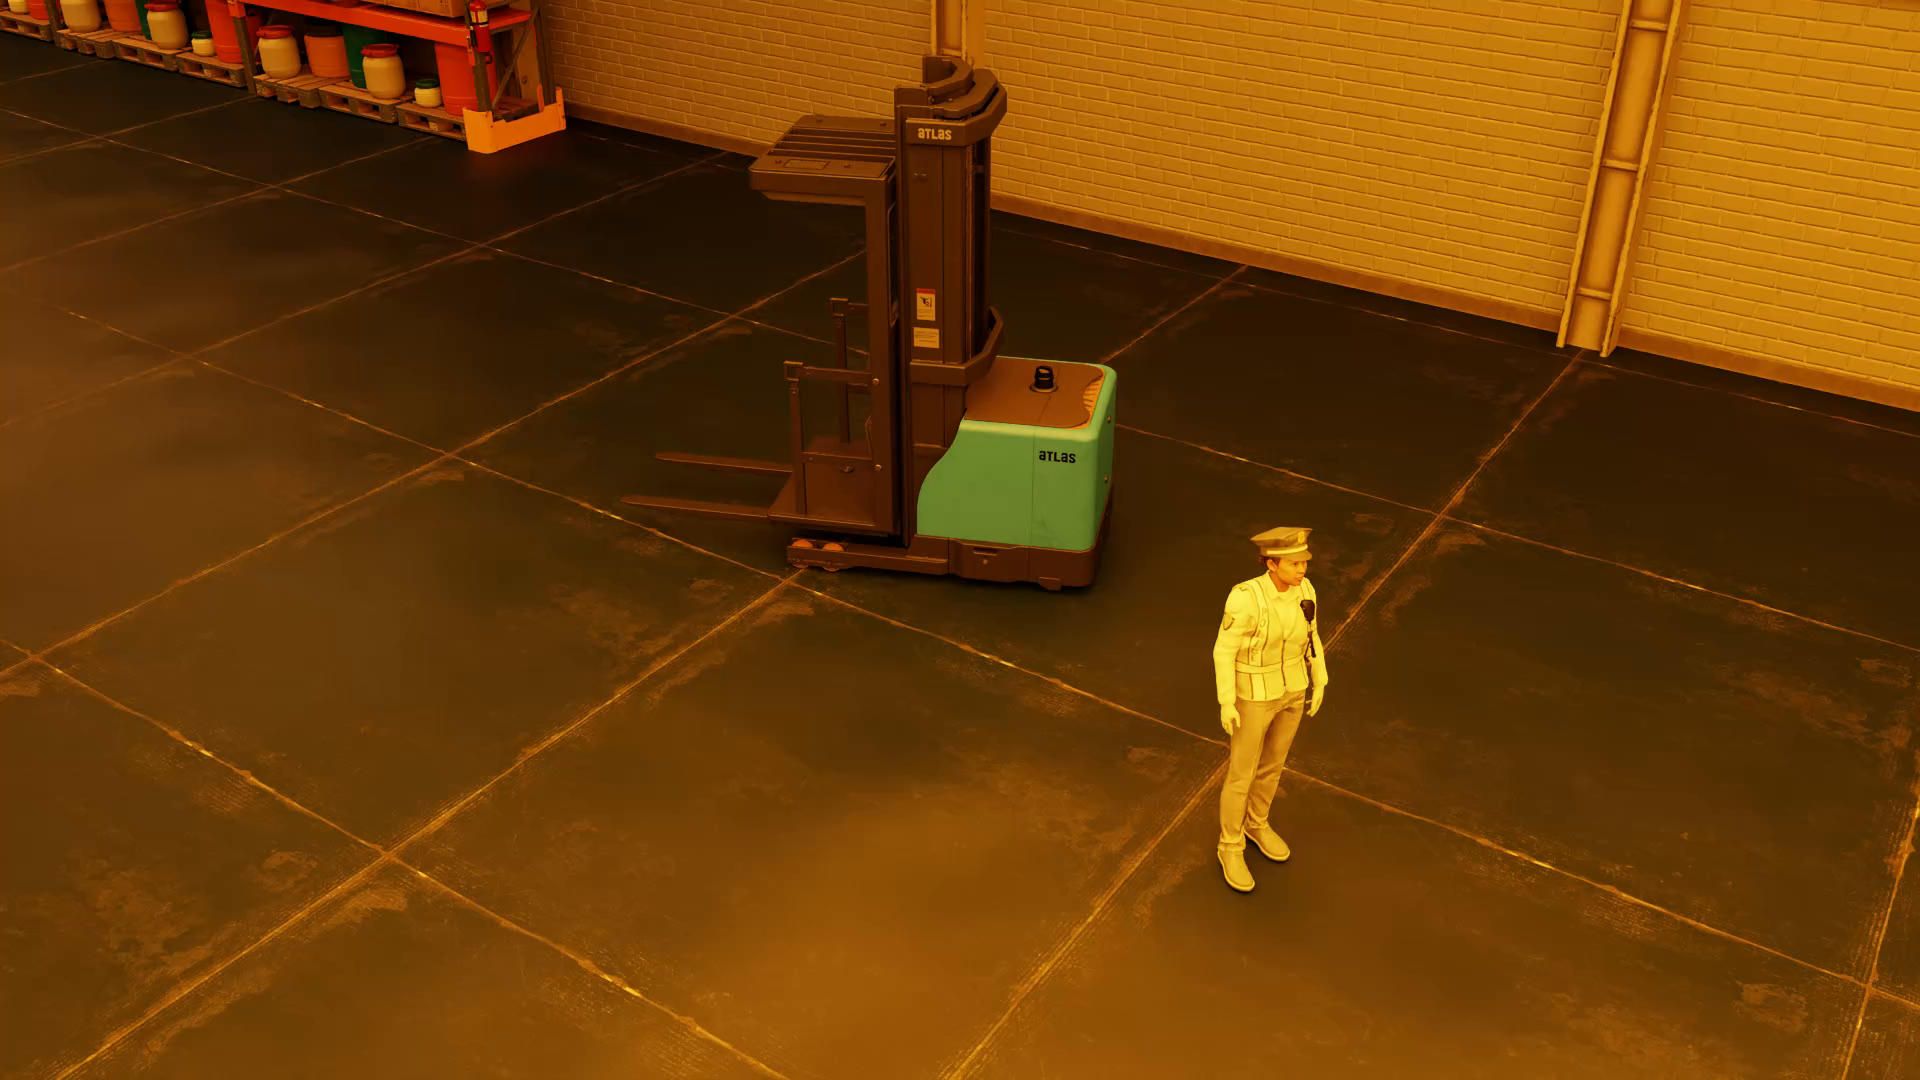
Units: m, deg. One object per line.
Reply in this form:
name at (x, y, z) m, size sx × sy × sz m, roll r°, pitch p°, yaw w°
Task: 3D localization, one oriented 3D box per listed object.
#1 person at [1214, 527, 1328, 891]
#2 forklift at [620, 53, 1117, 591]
person at (1.437, 0.727, 7.546) m, size 0.588 × 1.695 × 0.530 m, roll -13°, pitch 33°, yaw -21°
forklift at (-0.596, -1.330, 9.871) m, size 3.031 × 2.935 × 1.130 m, roll 6°, pitch 31°, yaw 10°
